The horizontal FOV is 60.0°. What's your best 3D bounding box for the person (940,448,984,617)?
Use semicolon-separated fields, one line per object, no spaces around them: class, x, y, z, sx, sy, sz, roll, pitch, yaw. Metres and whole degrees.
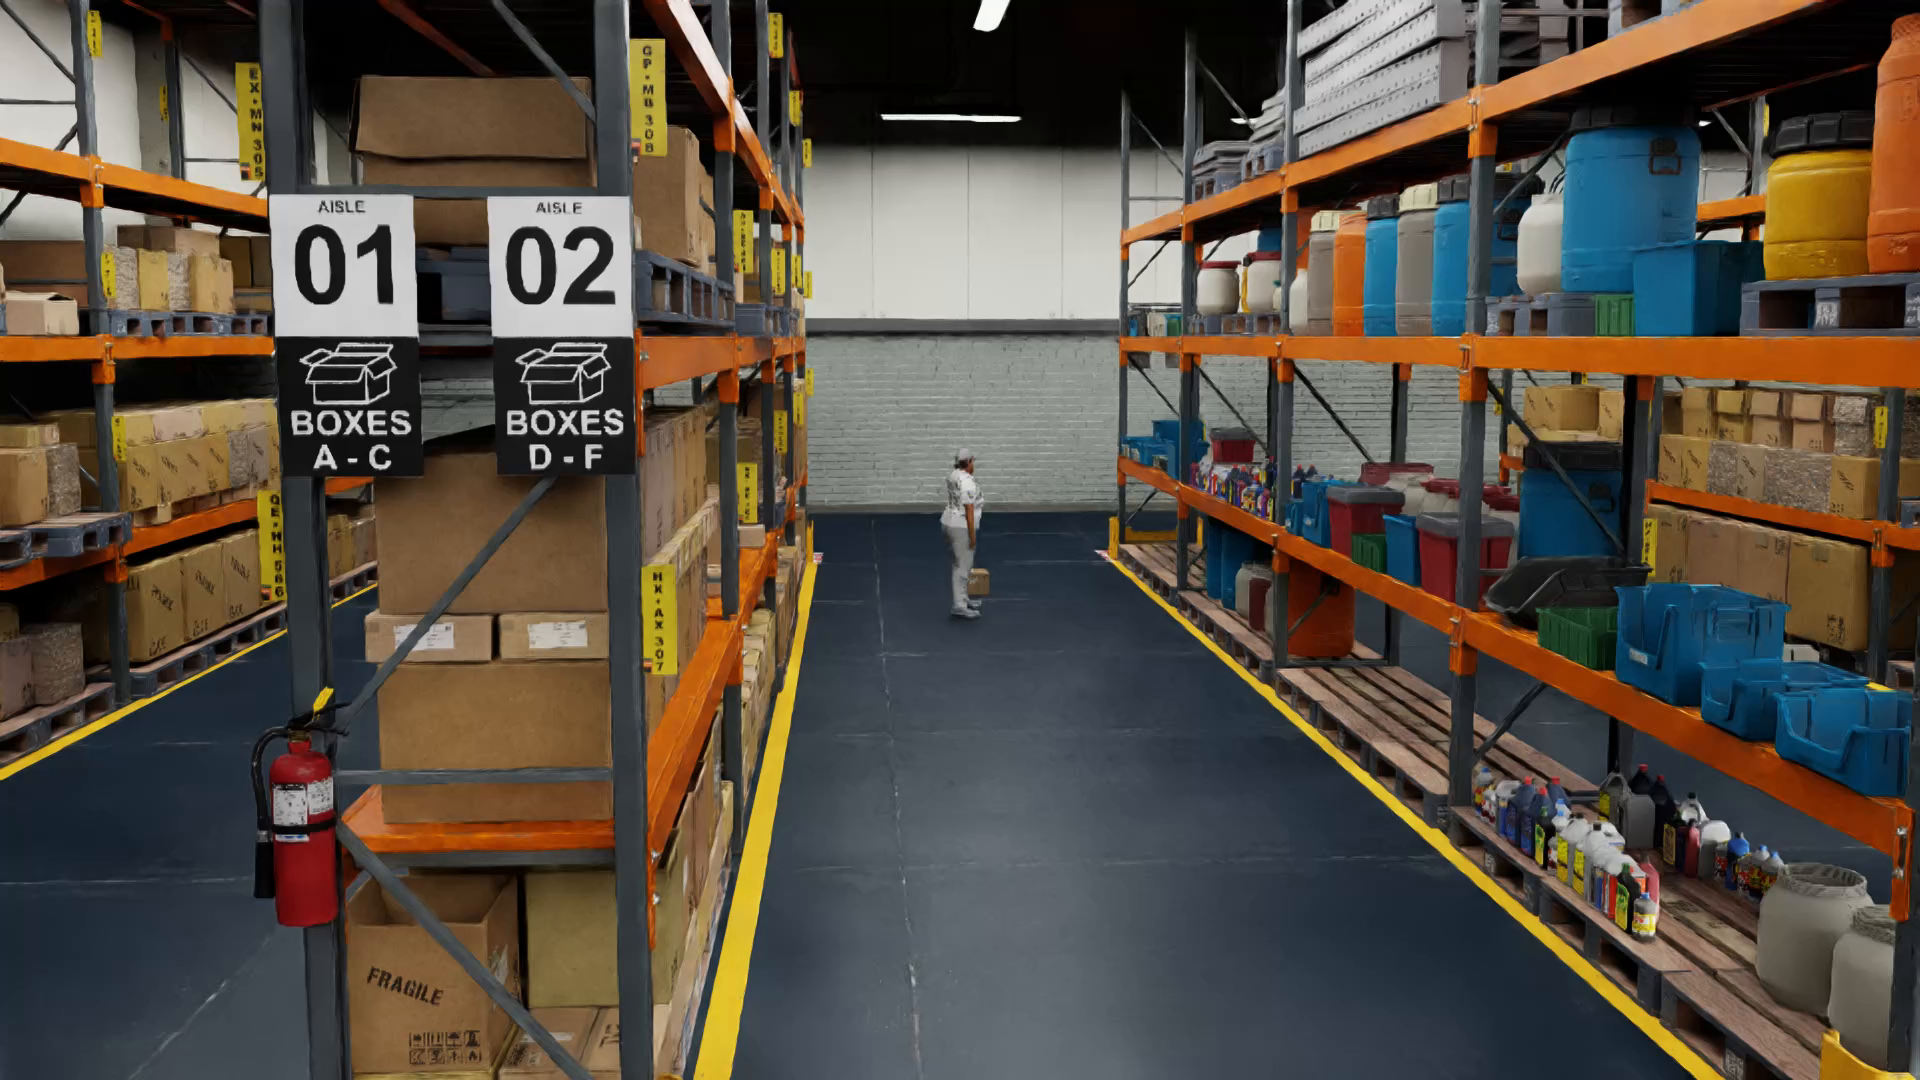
person;0.061;-0.091;16.804;0.470;1.672;0.561;-3;7;-21
